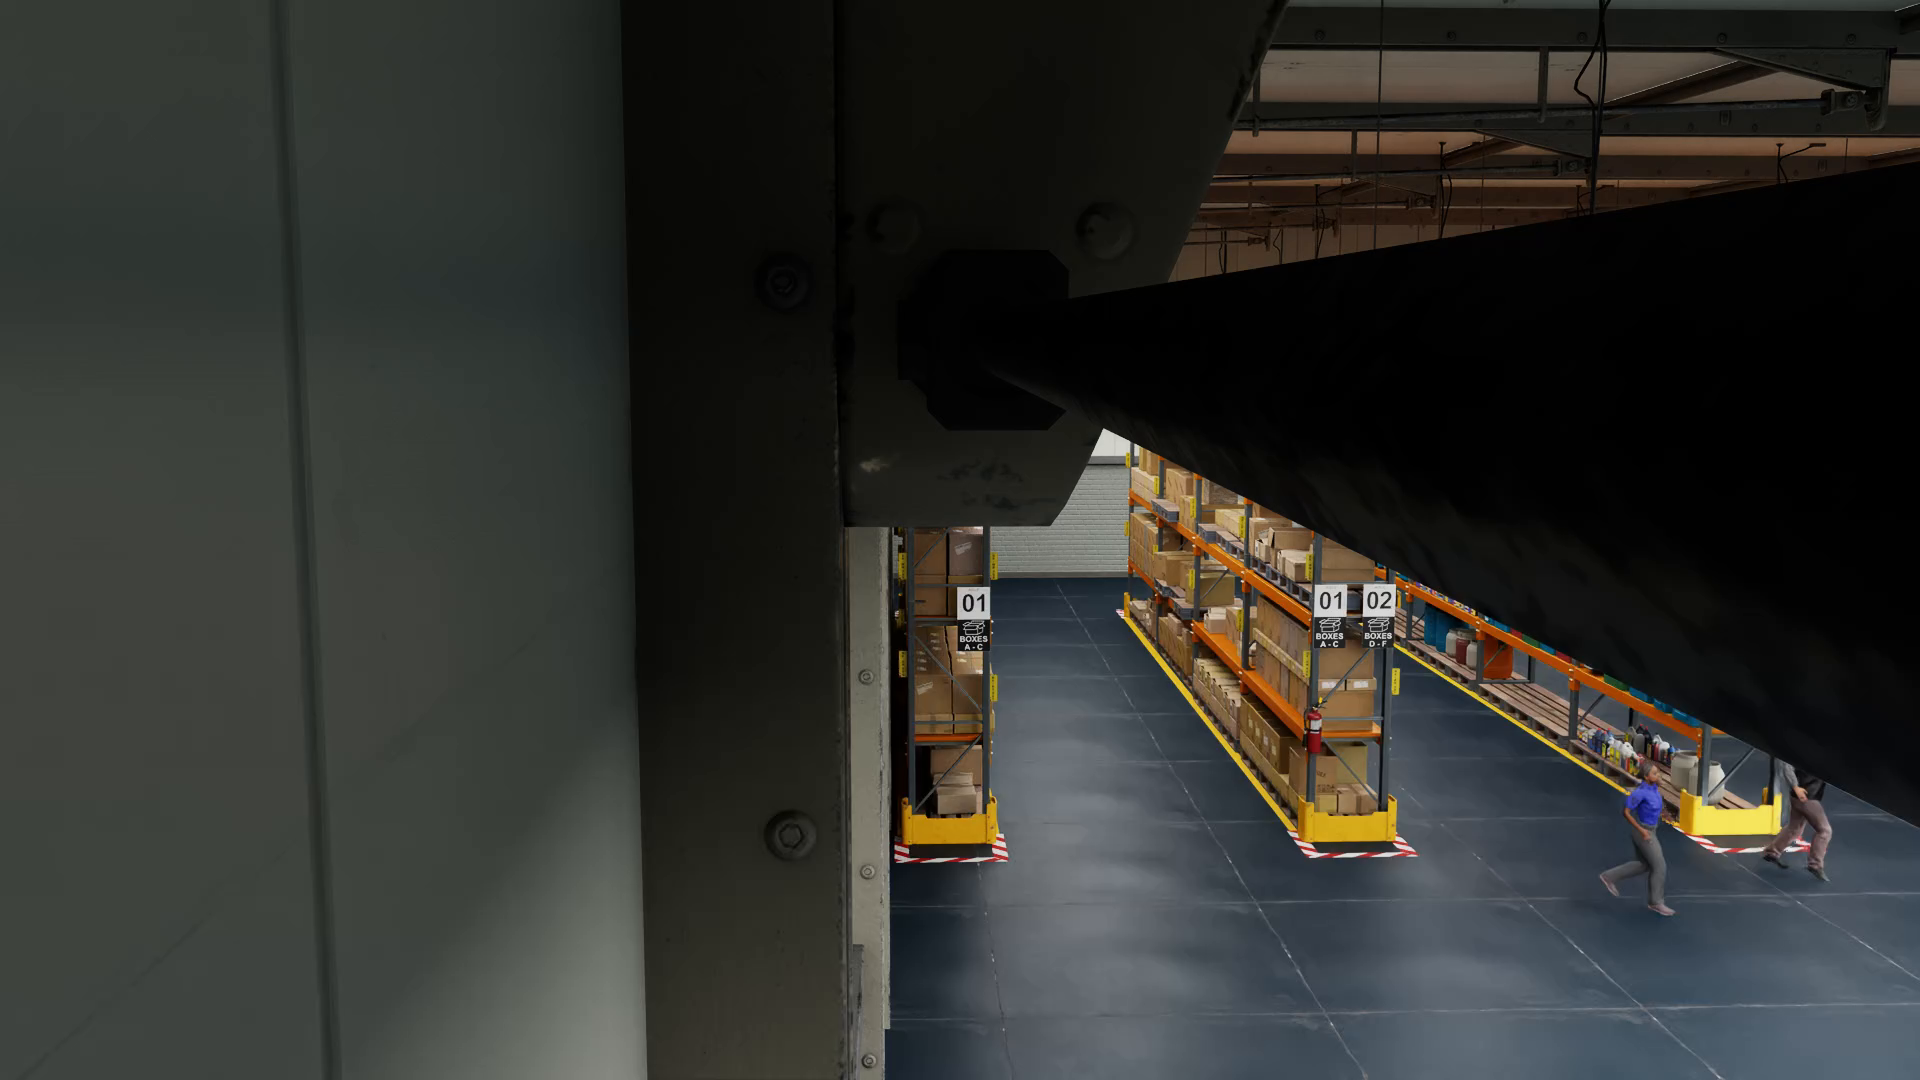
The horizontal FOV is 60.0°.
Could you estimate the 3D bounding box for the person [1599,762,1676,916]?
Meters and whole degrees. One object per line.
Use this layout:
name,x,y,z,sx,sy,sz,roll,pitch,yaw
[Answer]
person,7.406,3.223,18.102,0.809,1.650,0.573,4,8,30

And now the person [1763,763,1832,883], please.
person,9.749,3.029,19.272,0.722,1.780,0.657,4,8,27
